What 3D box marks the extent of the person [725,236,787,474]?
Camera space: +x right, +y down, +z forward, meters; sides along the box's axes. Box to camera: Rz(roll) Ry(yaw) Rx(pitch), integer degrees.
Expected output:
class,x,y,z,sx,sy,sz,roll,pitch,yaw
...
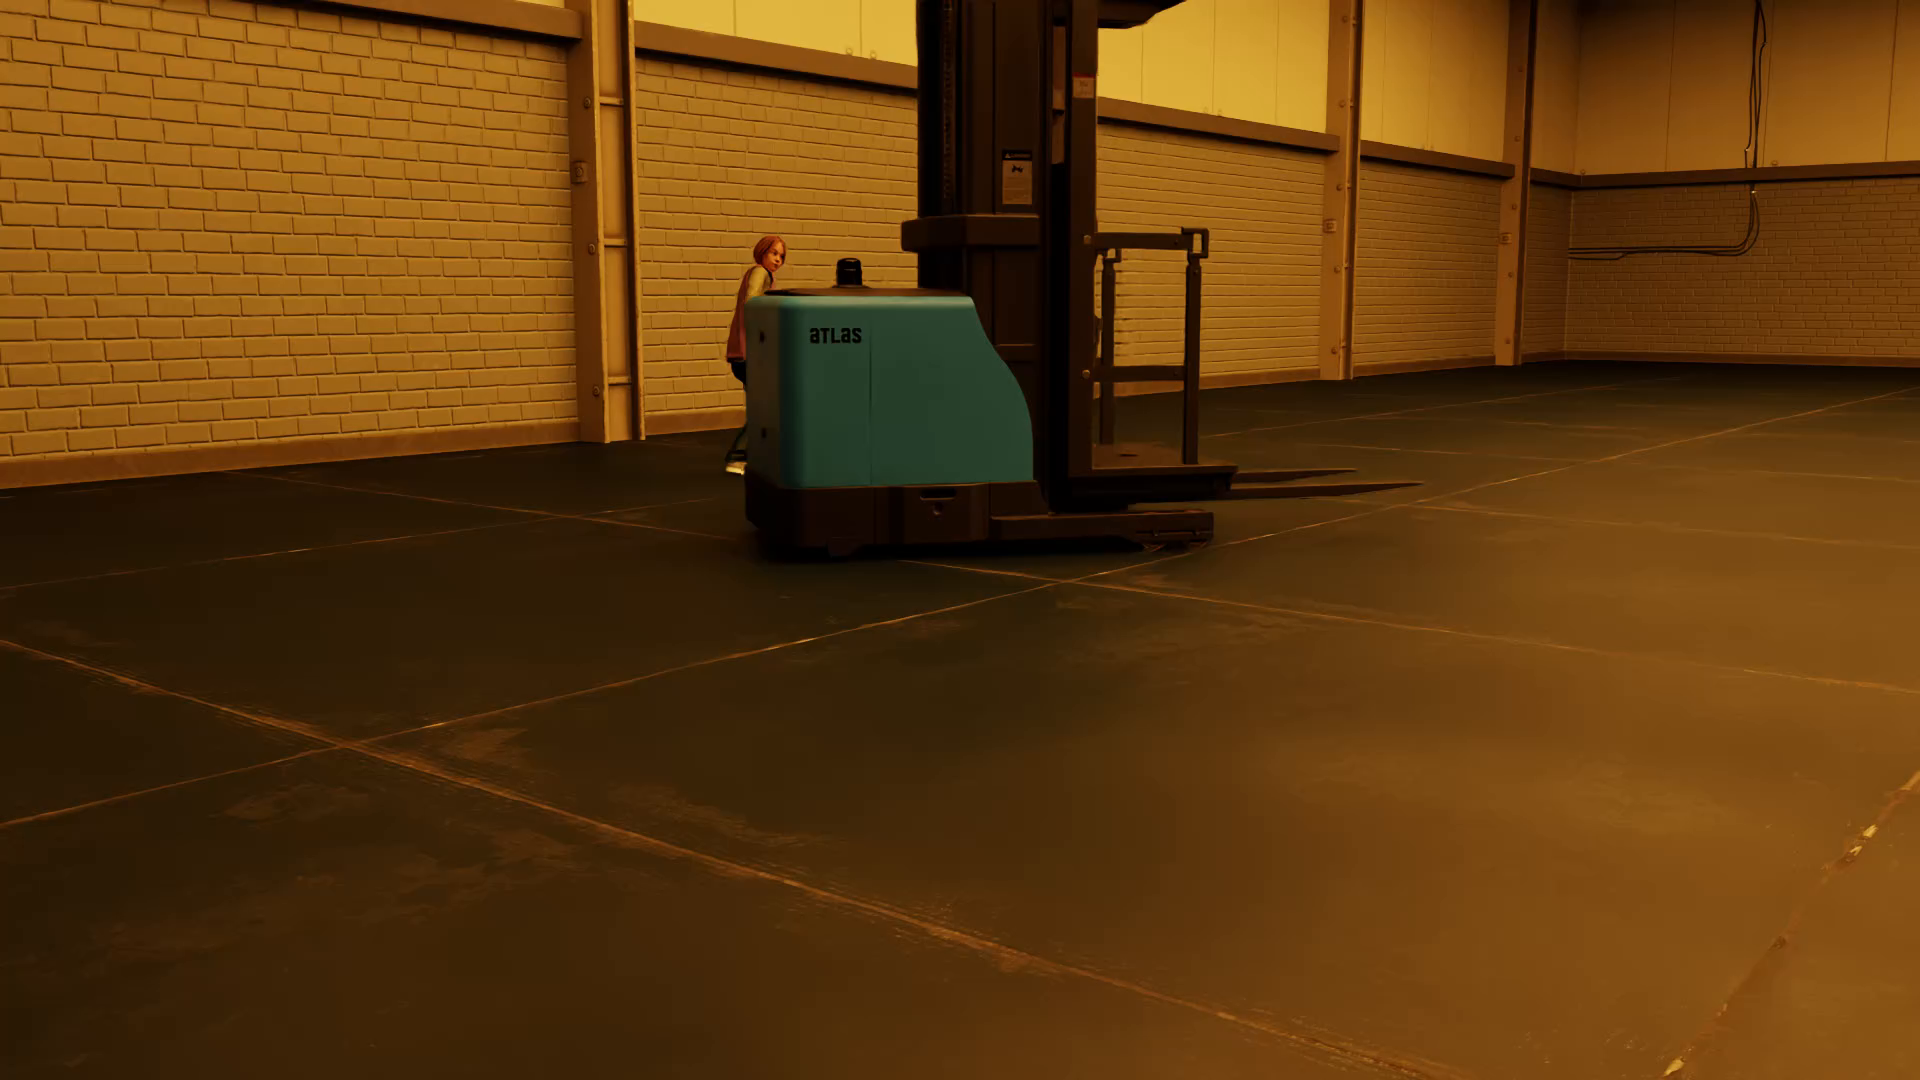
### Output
class,x,y,z,sx,sy,sz,roll,pitch,yaw
person,-1.086,-1.116,10.088,0.720,1.445,0.640,-6,10,-34

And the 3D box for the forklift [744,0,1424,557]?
class,x,y,z,sx,sy,sz,roll,pitch,yaw
forklift,0.595,-1.478,7.385,3.031,2.935,1.130,-2,9,-16
